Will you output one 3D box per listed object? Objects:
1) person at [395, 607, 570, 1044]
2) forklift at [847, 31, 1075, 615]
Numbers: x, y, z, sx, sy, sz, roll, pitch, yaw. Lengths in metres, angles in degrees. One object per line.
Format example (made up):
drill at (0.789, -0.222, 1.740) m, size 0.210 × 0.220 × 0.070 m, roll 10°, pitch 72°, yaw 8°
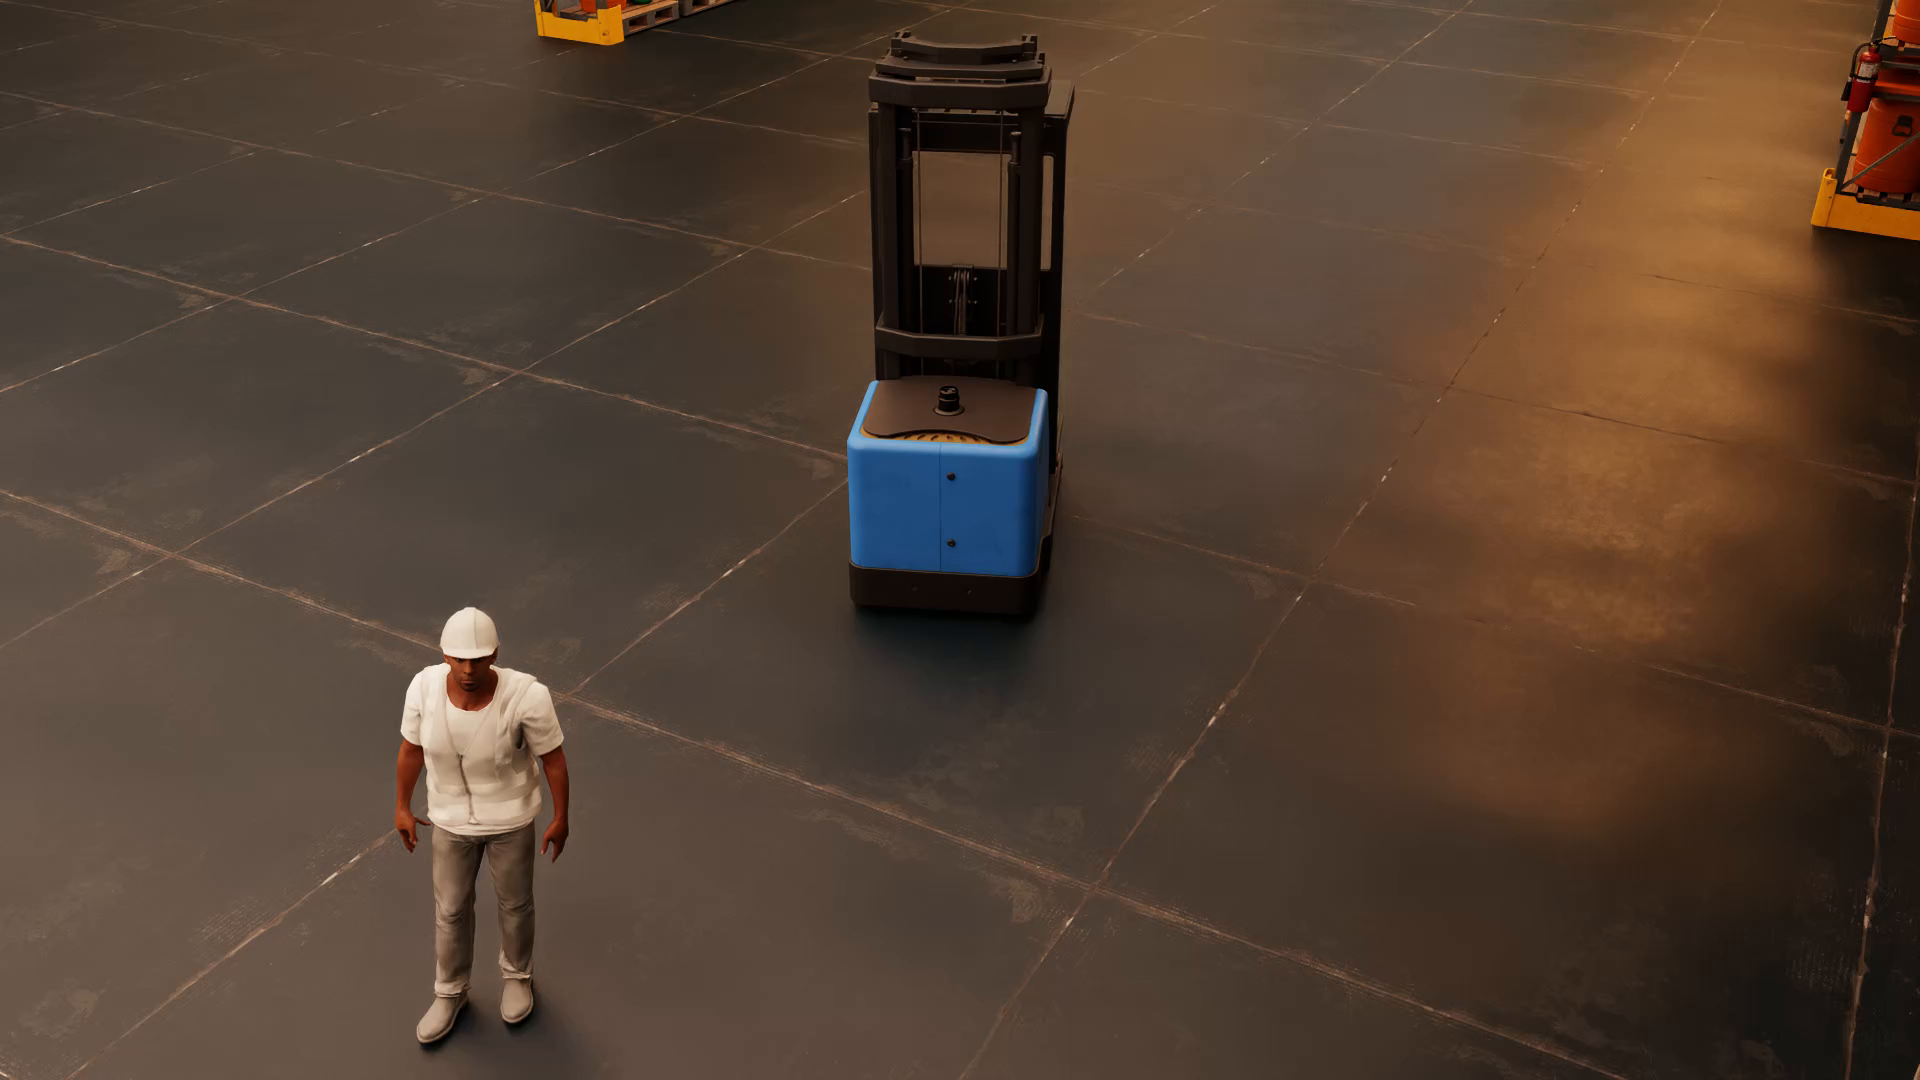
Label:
person at (-1.828, 1.092, 6.329) m, size 0.665 × 1.769 × 0.574 m, roll 0°, pitch 30°, yaw 1°
forklift at (0.072, -1.572, 9.794) m, size 1.130 × 2.935 × 3.031 m, roll 3°, pitch 30°, yaw 6°
